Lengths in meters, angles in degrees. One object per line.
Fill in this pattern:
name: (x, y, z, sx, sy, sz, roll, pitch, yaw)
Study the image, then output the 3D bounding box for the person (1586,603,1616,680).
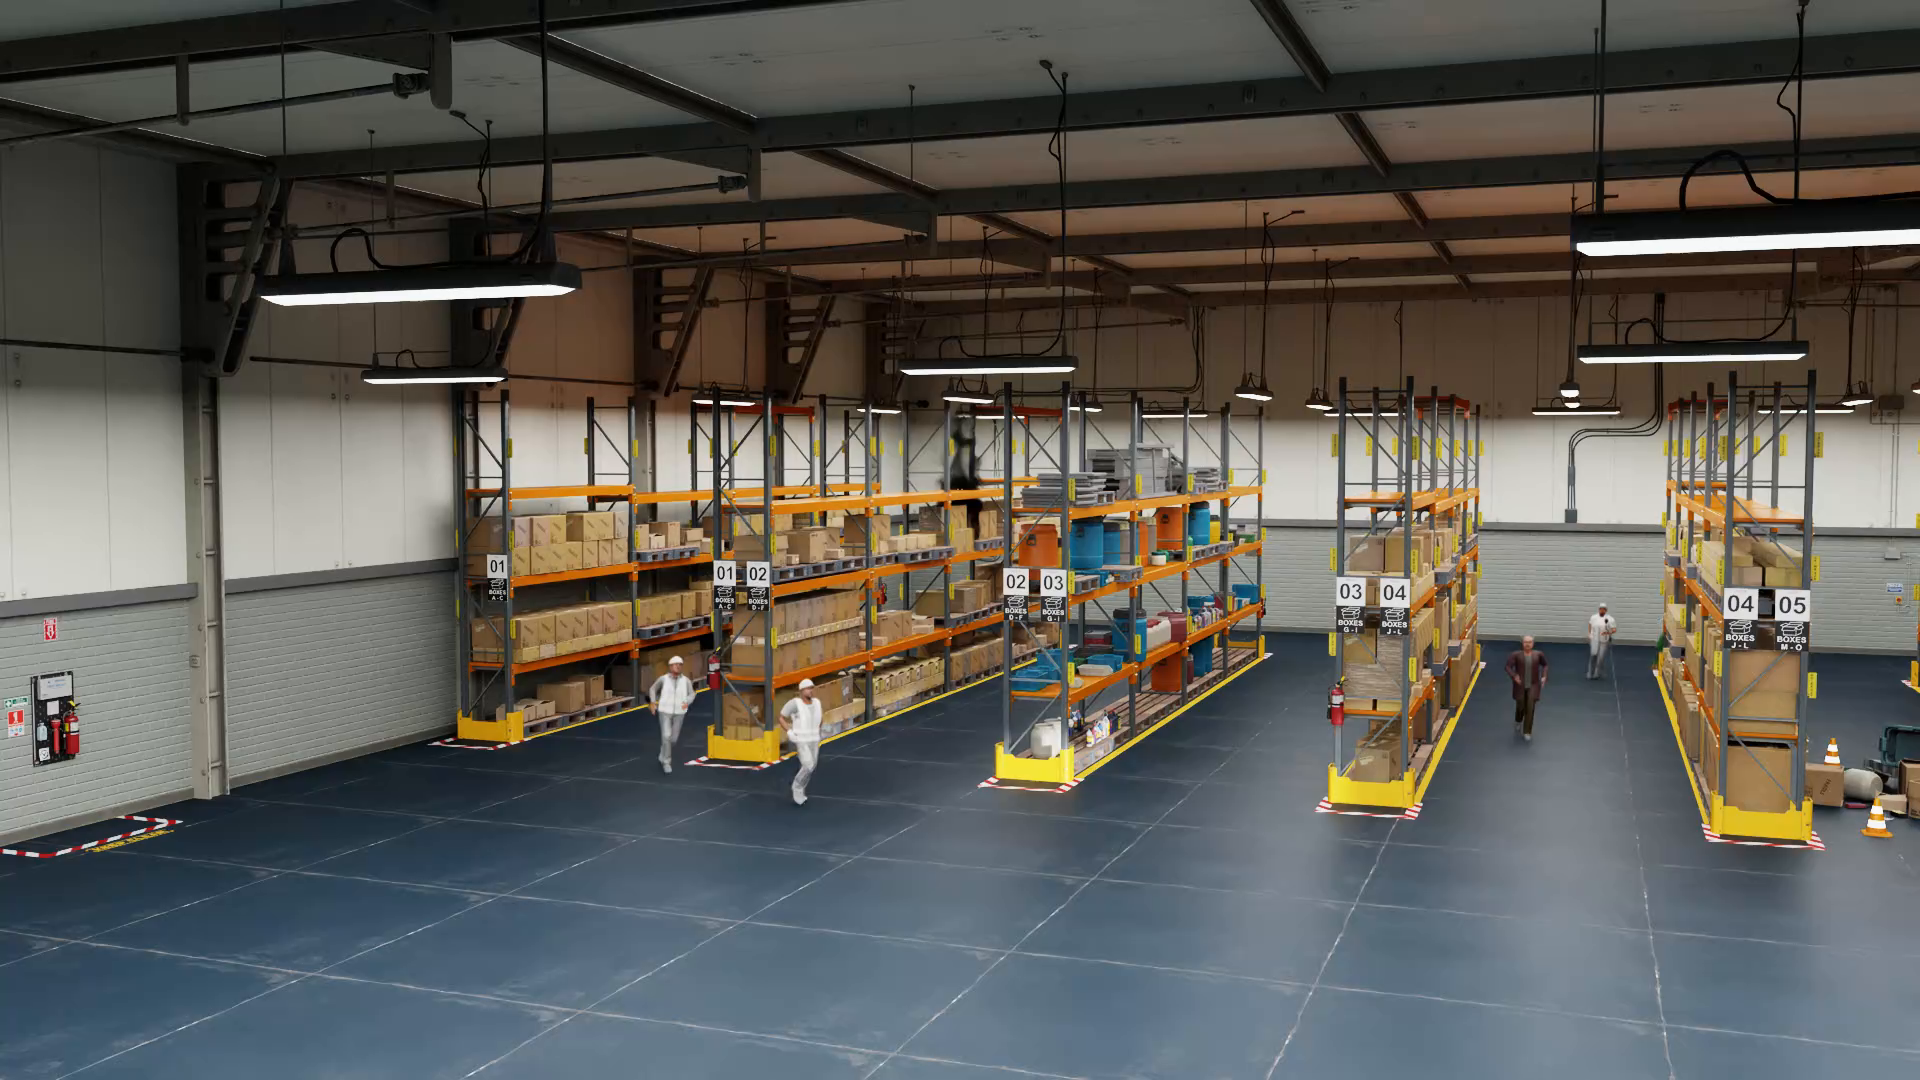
person: (13.887, 2.189, 35.986, 0.591, 1.641, 0.653, 2, 4, 26)

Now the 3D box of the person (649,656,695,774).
person: (-4.473, 2.701, 25.971, 0.690, 1.757, 0.828, -1, 3, -20)

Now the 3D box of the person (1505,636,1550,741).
person: (9.814, 2.542, 28.774, 0.737, 1.773, 0.836, 1, 3, 15)

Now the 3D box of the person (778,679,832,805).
person: (-2.133, 2.832, 23.332, 0.656, 1.761, 0.657, -3, 4, -44)

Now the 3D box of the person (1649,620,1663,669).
person: (16.109, 2.057, 37.533, 0.938, 1.796, 0.693, 0, 3, -3)
